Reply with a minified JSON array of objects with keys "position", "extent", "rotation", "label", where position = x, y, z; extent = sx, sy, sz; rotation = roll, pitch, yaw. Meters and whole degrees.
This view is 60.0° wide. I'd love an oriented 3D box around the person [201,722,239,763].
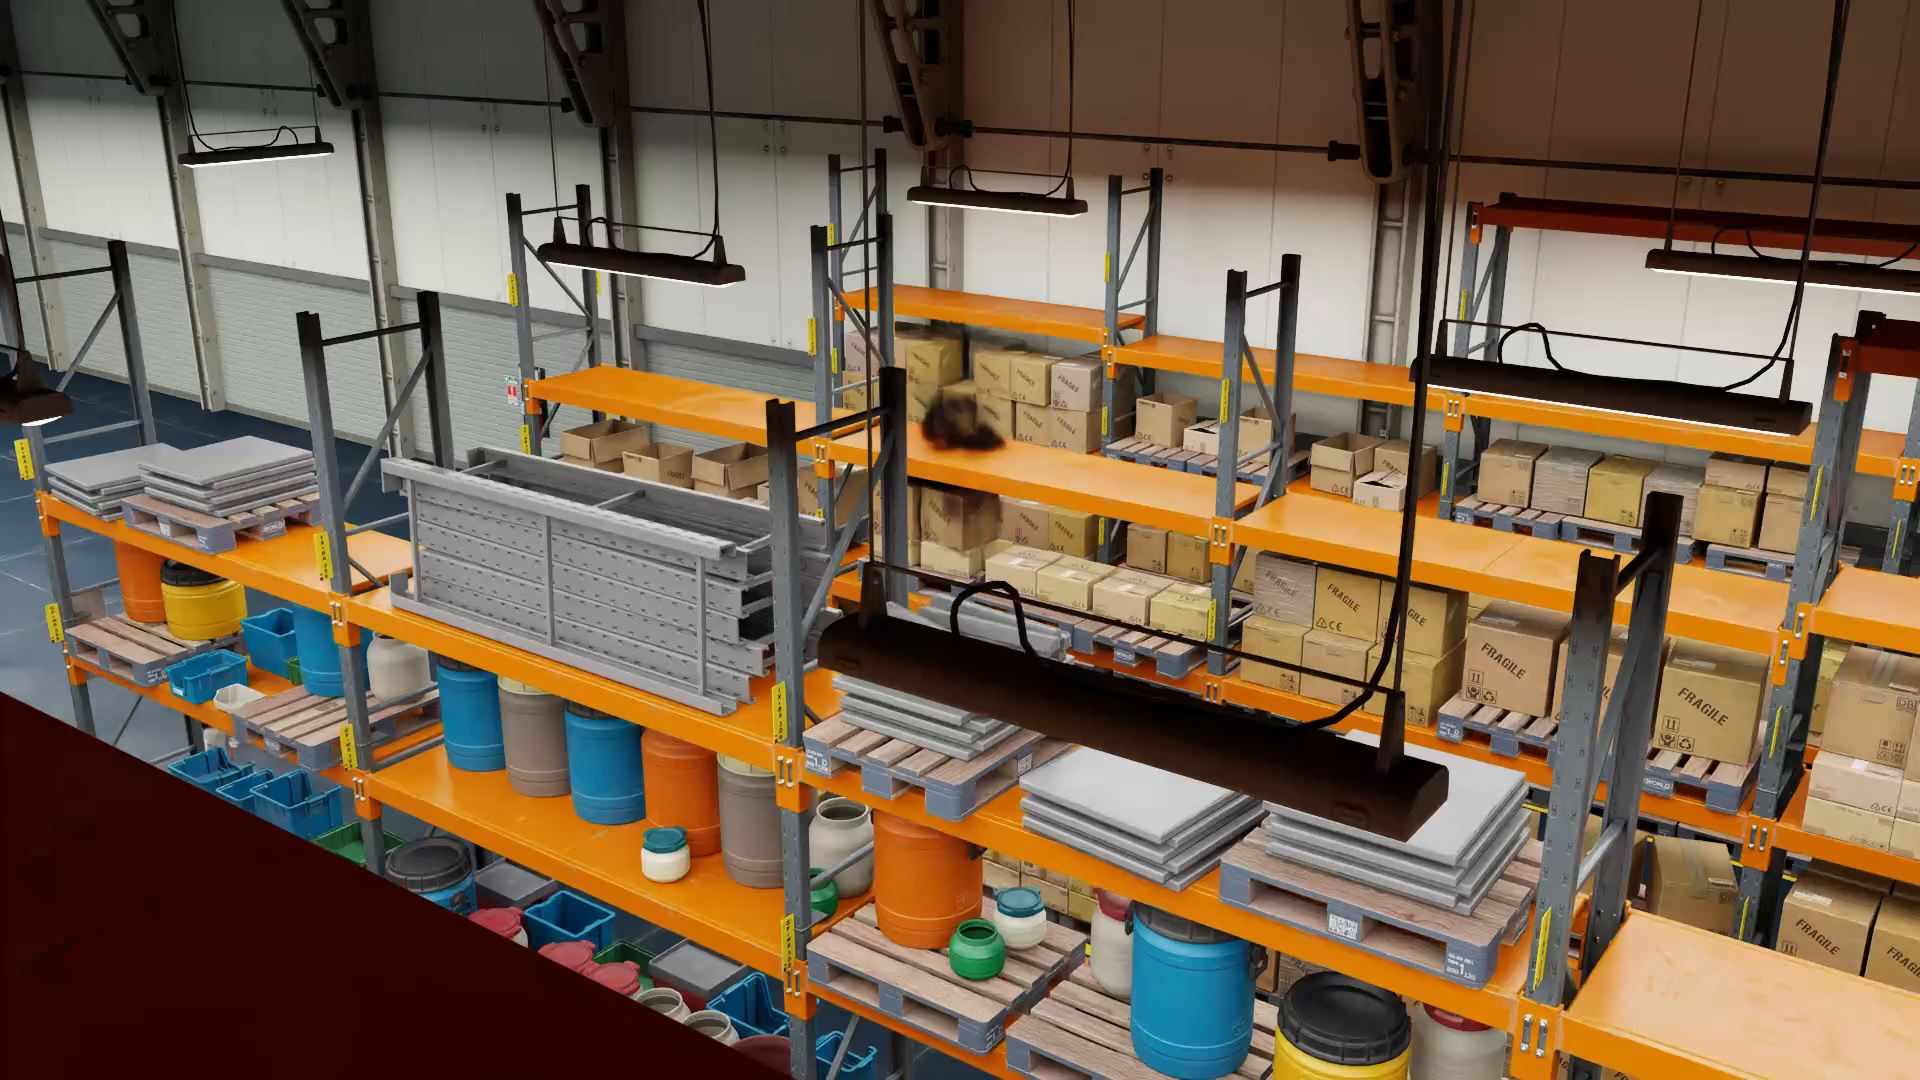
[{"position":[-7.186,2.263,15.953],"extent":[0.478,1.524,0.569],"rotation":[0,18,0],"label":"person"}]
